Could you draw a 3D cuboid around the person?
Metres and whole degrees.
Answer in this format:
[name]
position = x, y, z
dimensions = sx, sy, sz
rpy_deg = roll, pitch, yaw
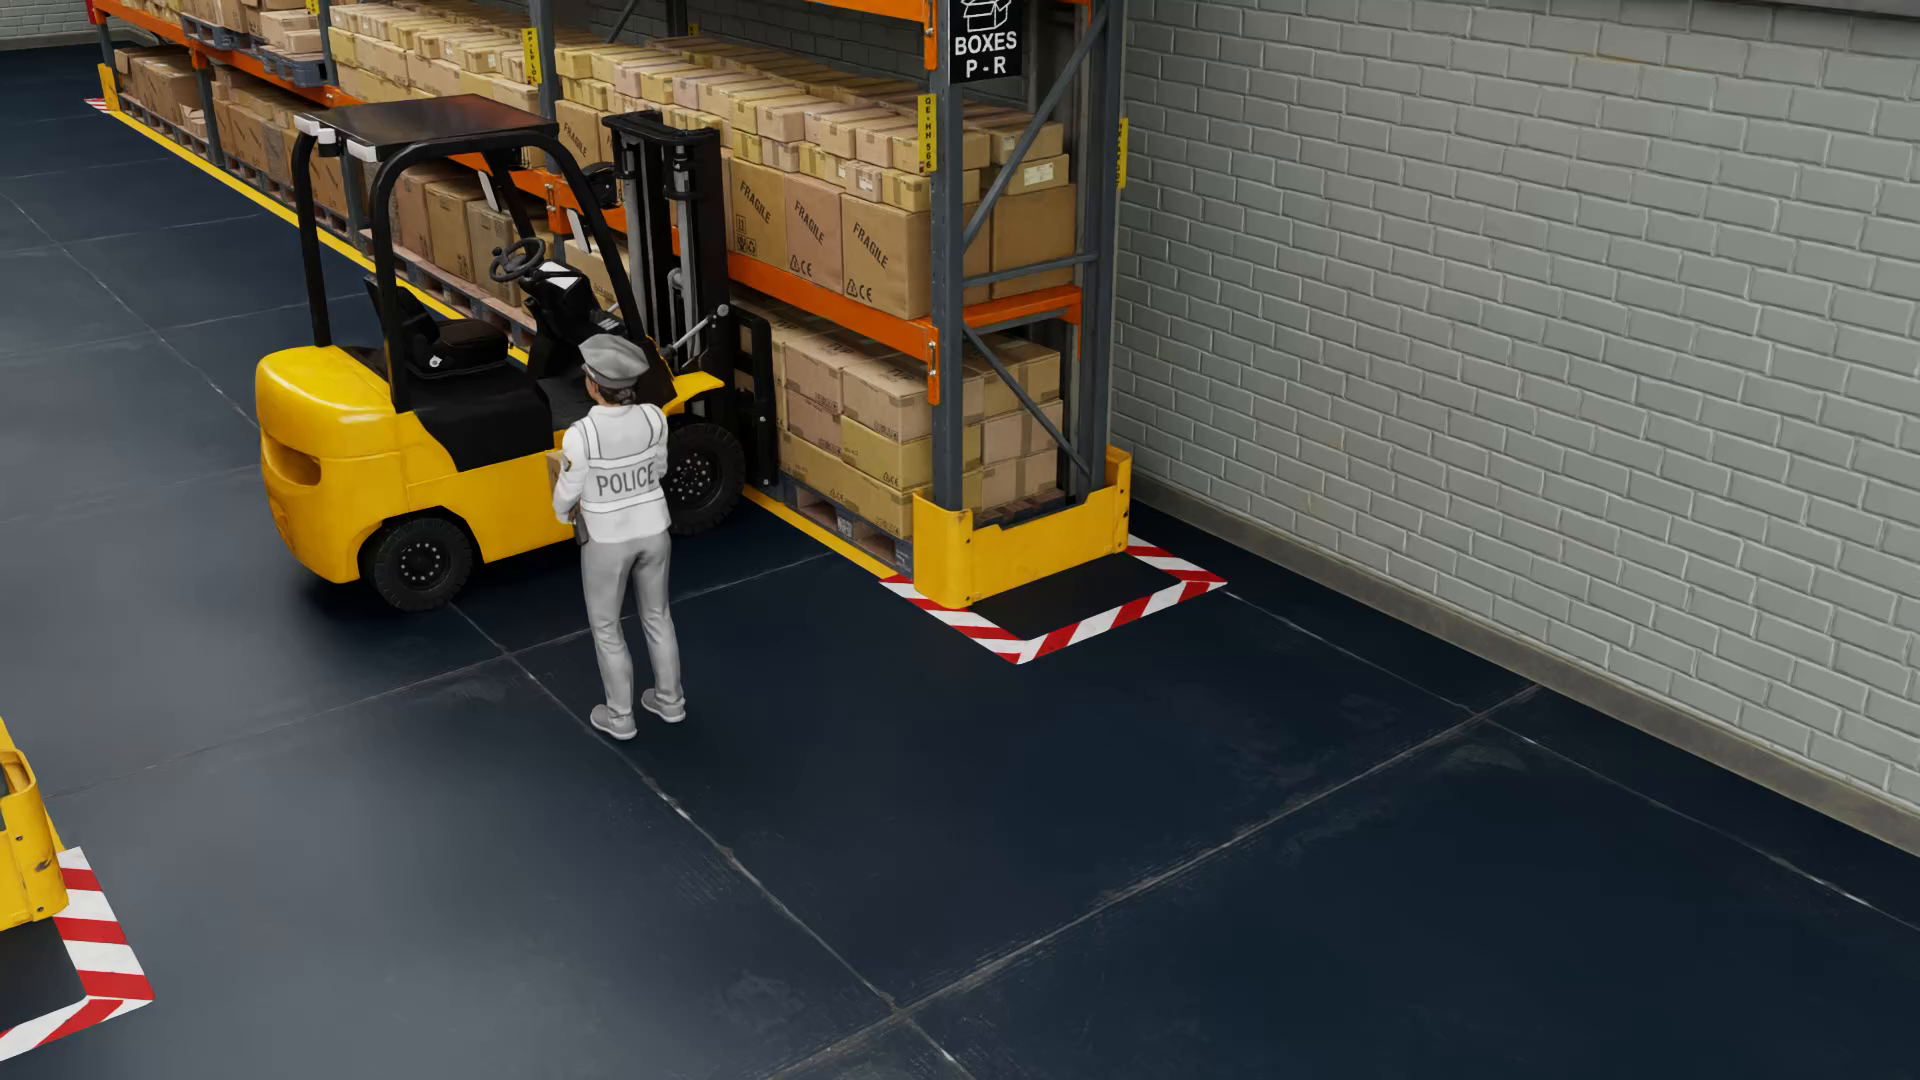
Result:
[person]
position = -1.351, 0.010, 6.581
dimensions = 0.545, 1.663, 0.376
rpy_deg = -20, 32, -37
